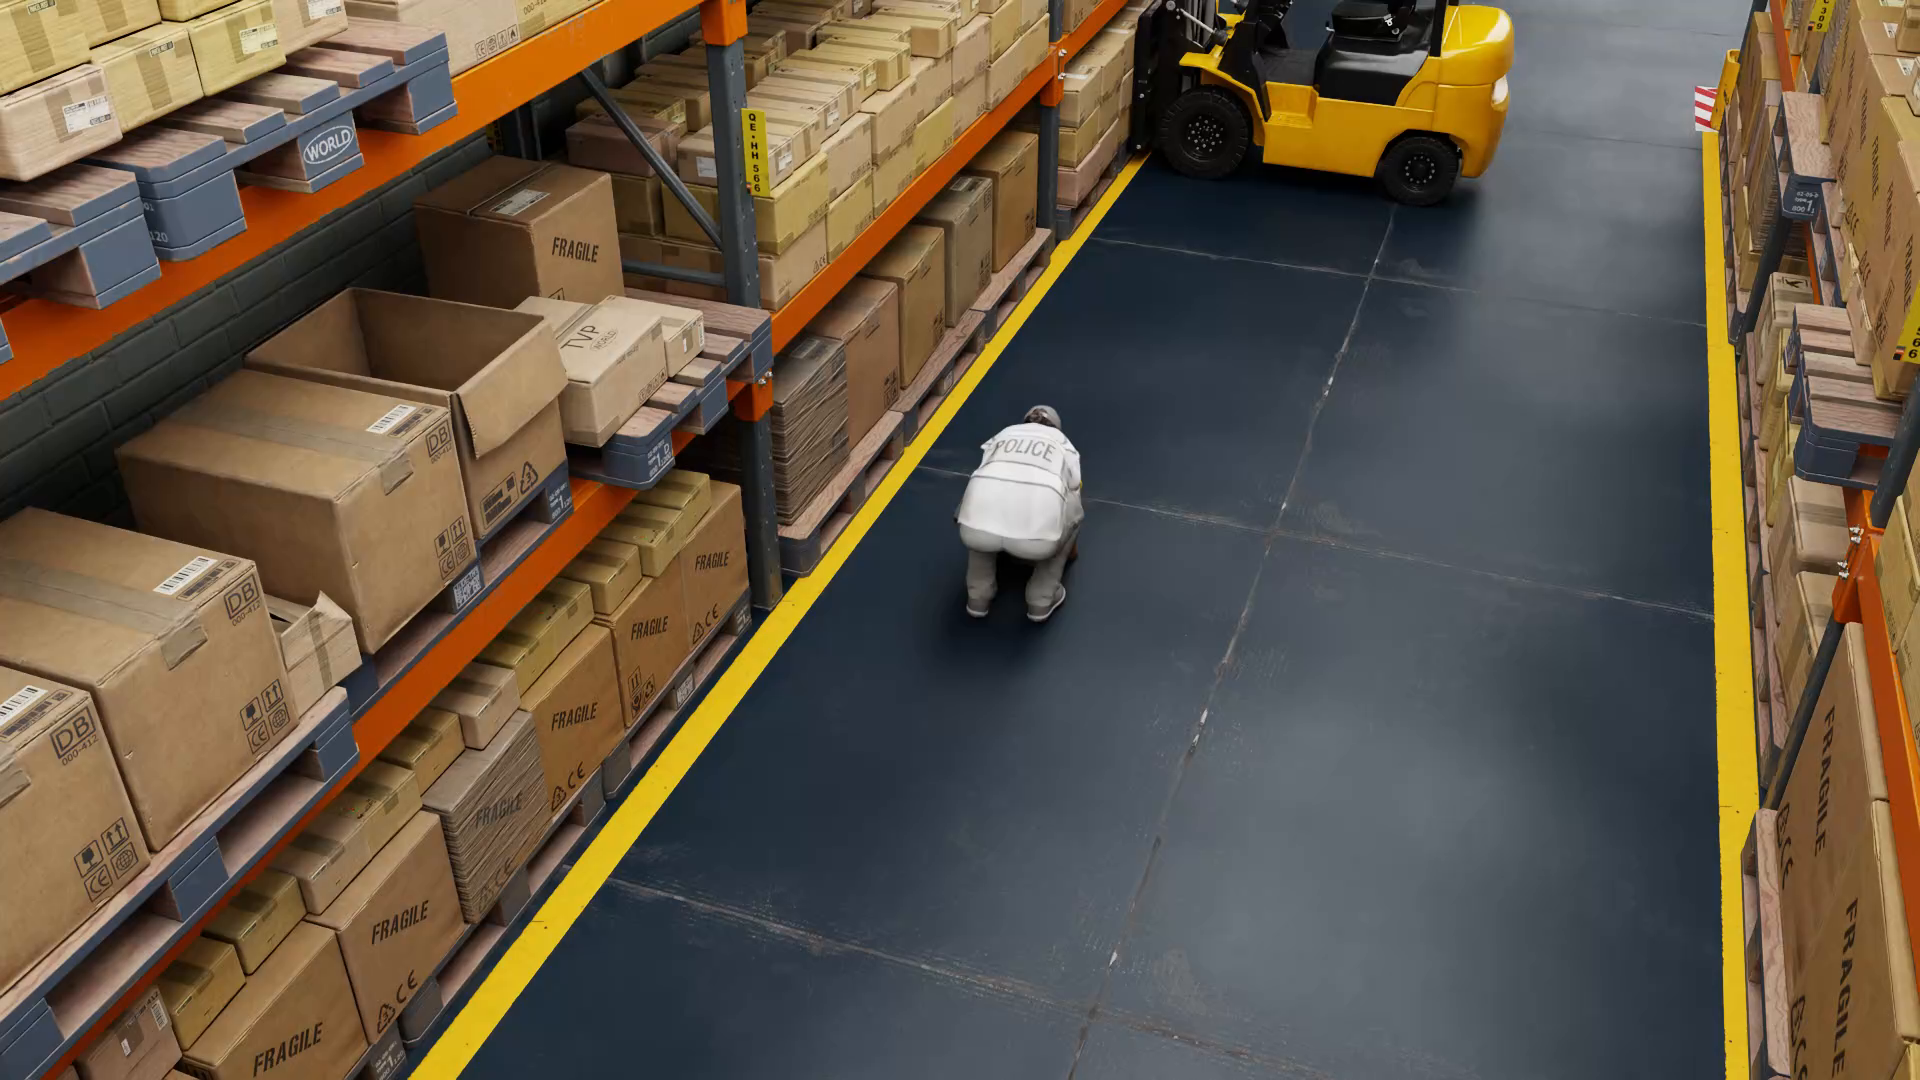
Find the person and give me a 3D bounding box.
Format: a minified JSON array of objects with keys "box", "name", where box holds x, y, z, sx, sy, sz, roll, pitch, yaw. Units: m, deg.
[{"box":[0.280,-0.095,7.120,0.483,0.775,0.939,9,35,14],"name":"person"}]
